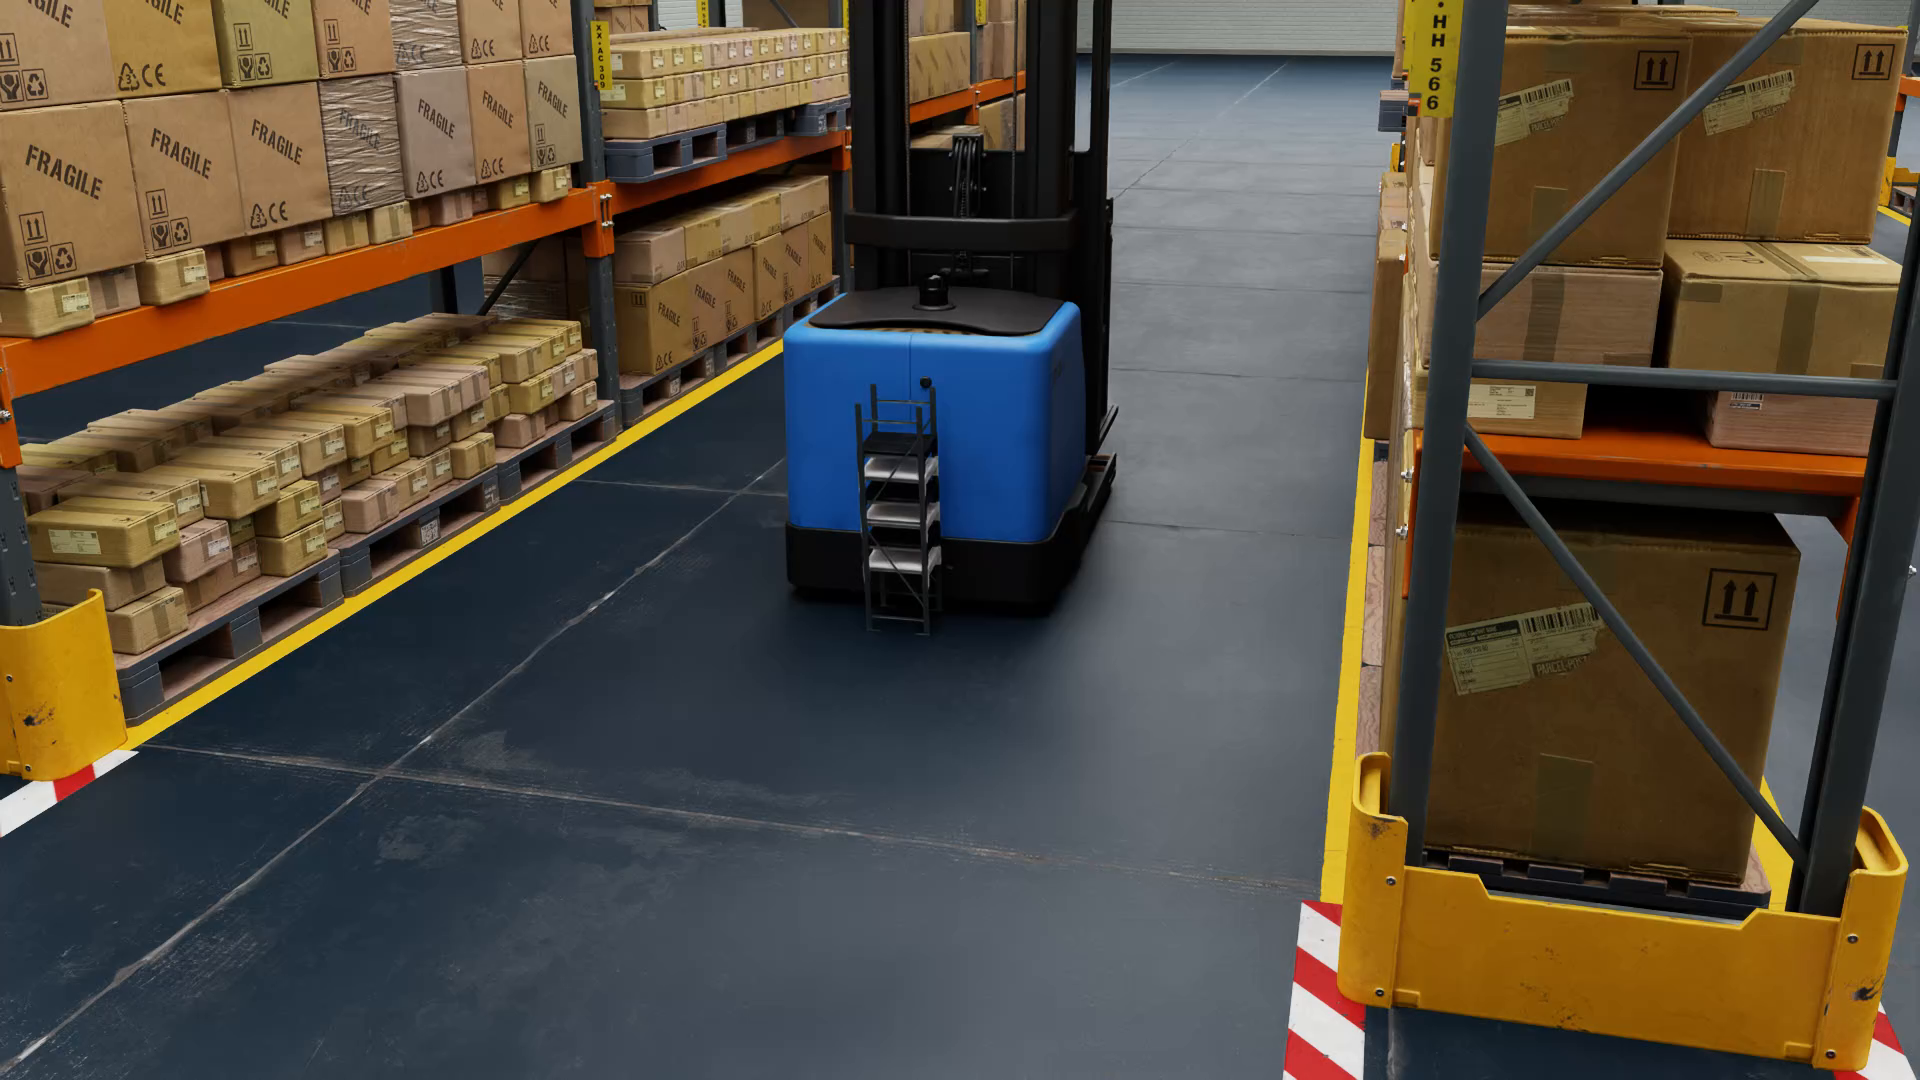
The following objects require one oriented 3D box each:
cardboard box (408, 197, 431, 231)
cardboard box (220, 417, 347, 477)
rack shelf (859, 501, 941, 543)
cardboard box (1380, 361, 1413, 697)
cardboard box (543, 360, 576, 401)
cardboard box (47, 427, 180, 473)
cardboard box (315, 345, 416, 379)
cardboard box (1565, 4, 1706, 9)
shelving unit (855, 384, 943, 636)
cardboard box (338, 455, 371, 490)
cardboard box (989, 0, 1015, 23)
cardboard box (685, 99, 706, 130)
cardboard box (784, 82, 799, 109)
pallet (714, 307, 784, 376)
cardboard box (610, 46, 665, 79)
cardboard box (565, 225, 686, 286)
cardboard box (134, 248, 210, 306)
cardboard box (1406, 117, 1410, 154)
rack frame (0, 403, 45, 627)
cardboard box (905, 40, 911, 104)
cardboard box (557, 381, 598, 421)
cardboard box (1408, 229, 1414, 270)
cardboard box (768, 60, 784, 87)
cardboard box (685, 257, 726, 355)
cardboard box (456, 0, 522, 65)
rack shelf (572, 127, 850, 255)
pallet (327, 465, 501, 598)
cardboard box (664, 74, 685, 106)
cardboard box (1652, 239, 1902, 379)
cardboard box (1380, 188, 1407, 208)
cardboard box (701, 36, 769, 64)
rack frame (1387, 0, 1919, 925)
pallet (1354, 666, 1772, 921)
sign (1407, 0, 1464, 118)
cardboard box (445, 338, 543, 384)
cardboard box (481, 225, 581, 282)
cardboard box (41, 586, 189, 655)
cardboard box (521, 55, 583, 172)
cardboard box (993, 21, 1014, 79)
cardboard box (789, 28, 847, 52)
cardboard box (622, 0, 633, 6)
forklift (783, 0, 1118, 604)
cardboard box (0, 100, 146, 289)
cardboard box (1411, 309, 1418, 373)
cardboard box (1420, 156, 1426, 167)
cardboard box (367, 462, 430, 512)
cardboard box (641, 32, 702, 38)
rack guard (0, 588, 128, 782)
[{"bbox_3d":[-2.456,-1.375,6.960,0.380,0.149,0.250,4,19,13],"label":"cardboard box"},{"bbox_3d":[-2.620,-0.362,6.447,0.380,0.149,0.250,5,20,16],"label":"cardboard box"},{"bbox_3d":[-0.217,-0.075,6.087,0.258,0.077,0.200,4,26,12],"label":"rack shelf"},{"bbox_3d":[1.814,-0.020,5.244,0.875,0.875,0.875,5,19,13],"label":"cardboard box"},{"bbox_3d":[-2.117,-0.793,8.168,0.380,0.149,0.250,4,19,11],"label":"cardboard box"},{"bbox_3d":[-3.206,-0.317,6.315,0.380,0.149,0.250,4,19,11],"label":"cardboard box"},{"bbox_3d":[-2.760,-0.803,7.739,0.380,0.149,0.250,4,19,12],"label":"cardboard box"},{"bbox_3d":[2.638,-1.848,6.569,0.500,0.500,0.500,5,20,15],"label":"cardboard box"},{"bbox_3d":[-0.218,-0.105,6.073,0.258,0.900,0.210,4,26,12],"label":"shelving unit"},{"bbox_3d":[-2.632,-0.308,6.750,0.380,0.149,0.250,6,20,16],"label":"cardboard box"},{"bbox_3d":[0.071,-5.554,16.905,0.875,0.550,0.550,5,19,13],"label":"cardboard box"},{"bbox_3d":[-1.625,-2.344,9.149,0.380,0.149,0.250,5,19,14],"label":"cardboard box"},{"bbox_3d":[-1.245,-2.834,10.583,0.380,0.149,0.250,4,19,11],"label":"cardboard box"},{"bbox_3d":[-1.809,-1.320,10.726,1.003,0.211,1.213,5,19,13],"label":"pallet"},{"bbox_3d":[-1.752,-2.460,8.569,0.380,0.149,0.250,6,20,16],"label":"cardboard box"},{"bbox_3d":[-1.858,-1.593,9.269,0.500,0.250,0.500,4,19,11],"label":"cardboard box"},{"bbox_3d":[-2.735,-0.878,5.506,0.380,0.149,0.250,4,19,12],"label":"cardboard box"},{"bbox_3d":[2.840,-2.436,9.524,0.500,0.500,0.500,4,19,12],"label":"cardboard box"},{"bbox_3d":[-3.272,-0.758,4.767,1.000,3.000,0.127,5,19,13],"label":"rack frame"},{"bbox_3d":[-0.700,-3.750,13.371,0.500,0.500,0.500,5,19,13],"label":"cardboard box"},{"bbox_3d":[-2.060,-0.712,8.391,0.380,0.149,0.250,5,19,14],"label":"cardboard box"},{"bbox_3d":[1.780,-0.997,5.854,0.380,0.149,0.250,5,19,14],"label":"cardboard box"},{"bbox_3d":[-1.309,-2.891,10.290,0.380,0.149,0.250,5,20,15],"label":"cardboard box"},{"bbox_3d":[-1.729,-1.404,9.876,0.500,0.500,0.500,6,20,16],"label":"cardboard box"},{"bbox_3d":[-2.268,-2.342,7.242,0.500,0.500,0.500,4,19,12],"label":"cardboard box"},{"bbox_3d":[-1.806,-2.298,10.389,1.077,0.370,4.000,5,19,13],"label":"rack shelf"},{"bbox_3d":[-2.720,-0.095,7.140,1.003,0.211,1.213,5,19,13],"label":"pallet"},{"bbox_3d":[-1.691,-2.401,8.855,0.380,0.149,0.250,4,19,12],"label":"cardboard box"},{"bbox_3d":[1.892,-0.534,3.881,0.500,0.250,0.500,4,19,12],"label":"cardboard box"},{"bbox_3d":[3.054,-1.542,9.699,1.225,0.875,0.875,5,19,14],"label":"cardboard box"},{"bbox_3d":[-1.375,-2.951,10.004,0.380,0.149,0.250,5,20,15],"label":"cardboard box"},{"bbox_3d":[1.513,-0.335,3.527,1.000,3.000,0.127,5,19,13],"label":"rack frame"},{"bbox_3d":[1.633,0.728,4.730,1.003,0.211,1.213,5,19,13],"label":"pallet"},{"bbox_3d":[0.991,-1.042,3.440,0.100,0.325,0.005,5,19,13],"label":"sign"},{"bbox_3d":[-2.207,-0.849,7.874,0.380,0.149,0.250,4,19,13],"label":"cardboard box"},{"bbox_3d":[-2.357,-1.636,9.394,0.500,0.250,0.500,4,19,12],"label":"cardboard box"},{"bbox_3d":[-2.833,0.253,5.566,0.380,0.149,0.250,5,20,14],"label":"cardboard box"},{"bbox_3d":[-2.139,-2.026,7.864,0.500,0.500,0.500,5,19,13],"label":"cardboard box"},{"bbox_3d":[0.097,-5.041,17.074,0.875,0.550,0.550,5,19,13],"label":"cardboard box"},{"bbox_3d":[-0.992,-3.437,11.429,0.380,0.149,0.250,4,19,11],"label":"cardboard box"},{"bbox_3d":[-4.231,-6.458,19.293,0.700,0.500,0.500,5,19,14],"label":"cardboard box"},{"bbox_3d":[0.132,-1.586,7.297,1.130,2.935,3.031,4,19,11],"label":"forklift"},{"bbox_3d":[-2.894,-1.065,5.051,0.500,0.500,0.500,6,20,16],"label":"cardboard box"},{"bbox_3d":[1.406,-0.514,4.441,0.380,0.149,0.250,5,19,14],"label":"cardboard box"},{"bbox_3d":[1.874,-1.213,5.871,0.500,0.250,0.500,5,20,15],"label":"cardboard box"},{"bbox_3d":[-2.468,-0.233,6.989,0.380,0.149,0.250,5,19,13],"label":"cardboard box"},{"bbox_3d":[-1.875,-3.169,10.642,0.380,0.149,0.250,6,20,16],"label":"cardboard box"},{"bbox_3d":[-3.253,0.401,5.240,1.175,0.500,0.348,5,19,13],"label":"rack guard"}]
